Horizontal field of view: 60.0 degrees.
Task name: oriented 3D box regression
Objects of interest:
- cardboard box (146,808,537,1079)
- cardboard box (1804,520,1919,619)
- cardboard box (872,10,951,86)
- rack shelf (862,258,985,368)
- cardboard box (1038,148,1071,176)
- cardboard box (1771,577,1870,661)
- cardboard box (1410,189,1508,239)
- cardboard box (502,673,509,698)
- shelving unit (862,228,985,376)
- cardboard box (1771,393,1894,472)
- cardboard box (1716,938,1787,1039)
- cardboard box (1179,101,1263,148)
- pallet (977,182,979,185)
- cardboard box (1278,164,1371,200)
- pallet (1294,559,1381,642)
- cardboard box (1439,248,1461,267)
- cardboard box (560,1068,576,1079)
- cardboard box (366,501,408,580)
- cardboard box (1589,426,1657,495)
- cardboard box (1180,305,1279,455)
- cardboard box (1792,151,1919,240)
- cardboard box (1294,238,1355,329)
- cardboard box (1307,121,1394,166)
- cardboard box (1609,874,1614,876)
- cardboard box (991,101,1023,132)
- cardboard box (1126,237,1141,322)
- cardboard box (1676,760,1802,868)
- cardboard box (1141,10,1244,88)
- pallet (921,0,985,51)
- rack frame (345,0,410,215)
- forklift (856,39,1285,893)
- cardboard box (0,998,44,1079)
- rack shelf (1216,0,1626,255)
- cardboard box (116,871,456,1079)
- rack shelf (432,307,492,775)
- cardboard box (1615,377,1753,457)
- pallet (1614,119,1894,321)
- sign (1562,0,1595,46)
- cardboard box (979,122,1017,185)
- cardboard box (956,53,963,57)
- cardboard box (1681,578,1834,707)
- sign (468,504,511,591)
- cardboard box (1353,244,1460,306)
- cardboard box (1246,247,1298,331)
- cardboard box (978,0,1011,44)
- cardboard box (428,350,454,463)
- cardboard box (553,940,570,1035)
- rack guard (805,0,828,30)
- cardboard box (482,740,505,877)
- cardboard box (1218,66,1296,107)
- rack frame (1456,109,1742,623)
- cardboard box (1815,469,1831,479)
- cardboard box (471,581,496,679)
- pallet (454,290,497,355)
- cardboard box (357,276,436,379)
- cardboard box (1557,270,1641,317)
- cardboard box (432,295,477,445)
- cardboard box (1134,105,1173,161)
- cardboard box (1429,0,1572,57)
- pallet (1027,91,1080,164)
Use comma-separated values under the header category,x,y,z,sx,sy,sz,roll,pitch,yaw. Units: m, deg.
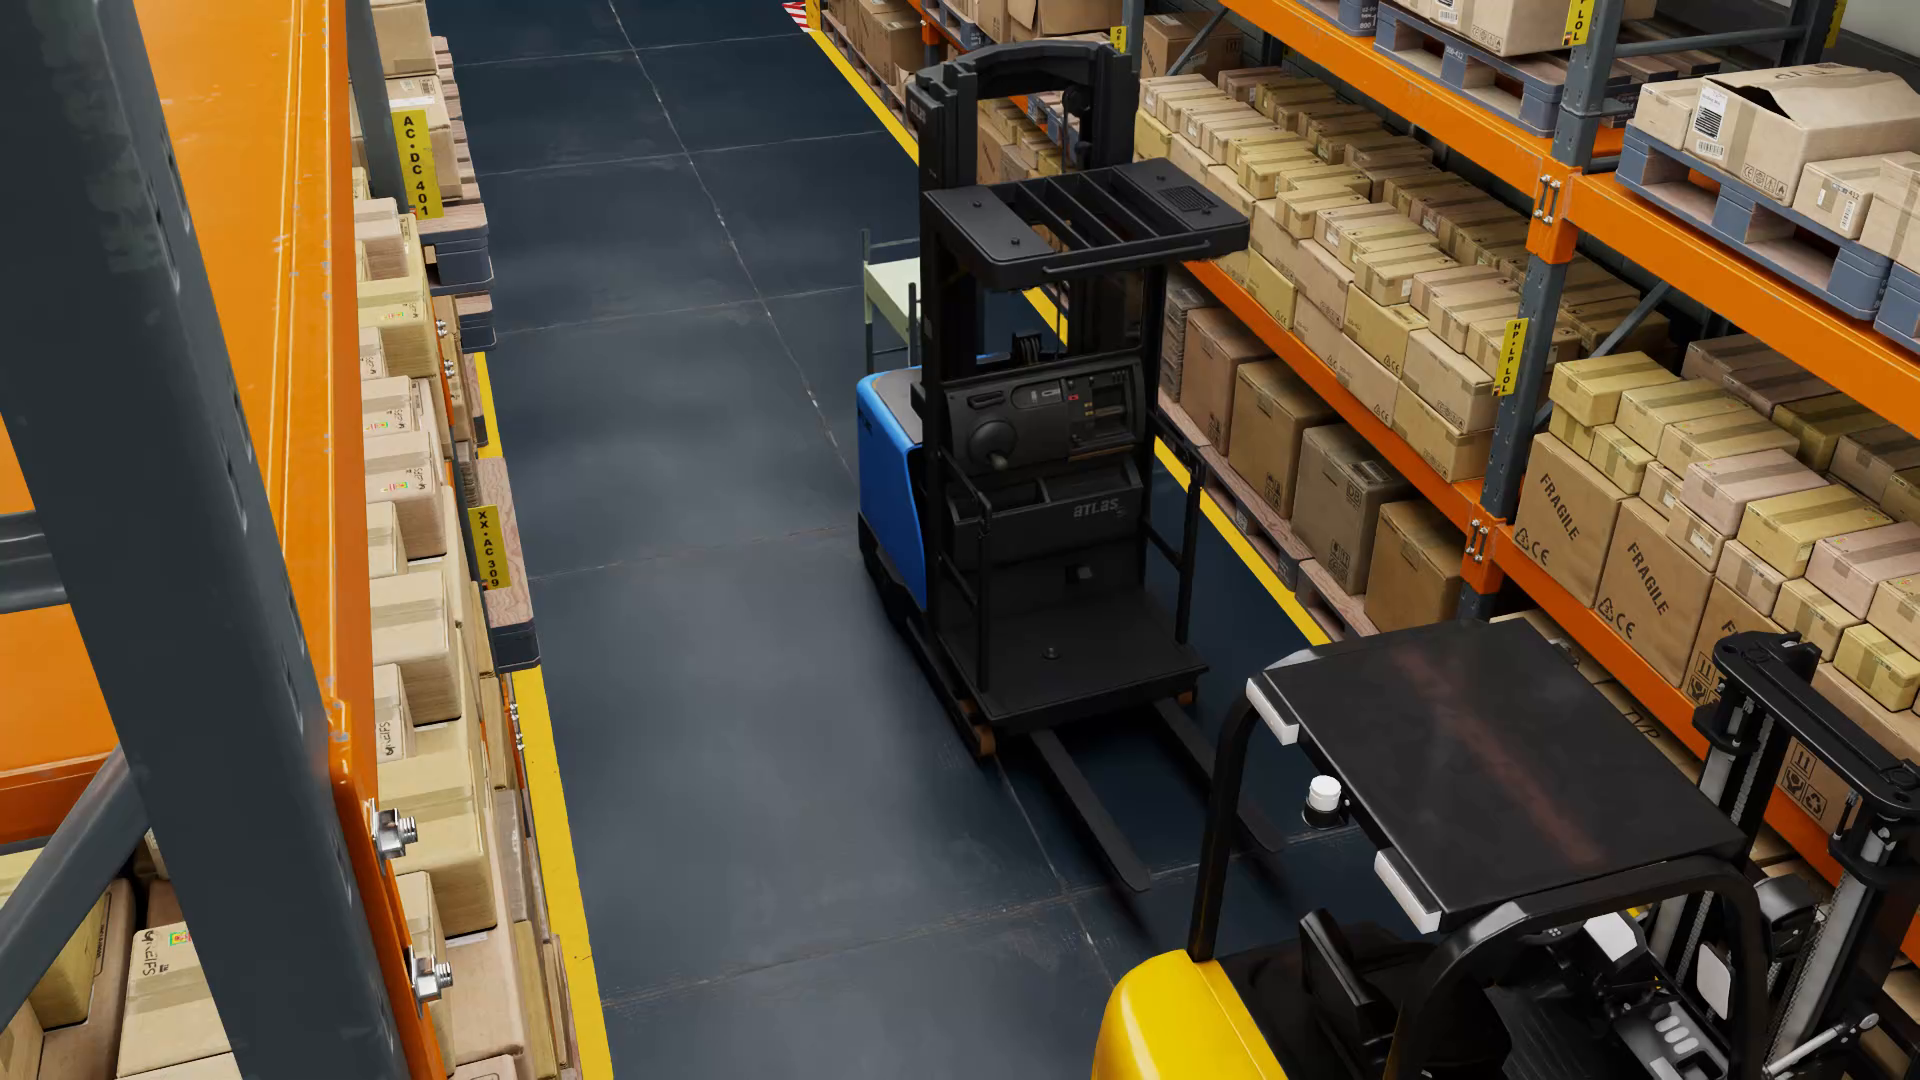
category,x,y,z,sx,sy,sz,roll,pitch,yaw
cardboard box,-0.903,0.697,2.439,0.500,0.250,0.500,-11,35,-15
cardboard box,2.930,0.092,5.261,0.380,0.149,0.250,-10,35,-15
cardboard box,-0.377,-4.447,14.965,0.700,0.500,0.500,-11,35,-17
rack shelf,-0.199,-1.203,8.822,0.431,0.370,0.720,-12,35,-18
cardboard box,0.770,-2.633,11.631,0.380,0.149,0.250,-11,35,-15
cardboard box,2.857,0.224,5.330,0.380,0.149,0.250,-11,35,-16
cardboard box,2.406,-1.563,8.035,0.380,0.149,0.250,-10,35,-15
cardboard box,-2.464,0.754,7.210,0.950,0.372,0.625,-8,34,-12
shelving unit,-0.199,-0.877,9.037,0.431,1.500,0.755,-12,35,-18
cardboard box,3.163,-0.396,5.999,0.380,0.149,0.250,-10,35,-15
cardboard box,2.952,1.513,5.719,0.500,0.250,0.500,-10,35,-15
cardboard box,1.429,-2.277,9.116,0.380,0.149,0.250,-9,35,-13
pallet,0.491,-2.968,13.370,1.003,0.211,1.213,-10,35,-15
cardboard box,1.819,-1.751,8.320,0.380,0.149,0.250,-10,35,-15
pallet,2.385,0.431,8.226,1.003,0.211,1.213,-10,35,-15
cardboard box,2.447,-1.345,8.066,0.500,0.250,0.500,-11,35,-16
cardboard box,-1.329,1.944,4.840,0.500,0.500,0.500,-8,34,-12
cardboard box,-1.207,0.080,3.011,0.380,0.149,0.250,-9,35,-14
cardboard box,2.574,-0.317,6.149,0.380,0.149,0.250,-9,35,-14
cardboard box,1.811,-0.965,9.582,0.875,0.625,0.625,-9,34,-13
cardboard box,2.729,-1.025,4.936,0.380,0.149,0.250,-9,35,-13
cardboard box,1.940,-1.251,7.925,0.500,0.250,0.500,-9,35,-14
cardboard box,2.073,-2.096,8.841,0.380,0.149,0.250,-10,35,-15
cardboard box,2.649,1.194,6.655,0.500,0.250,0.500,-11,35,-16
cardboard box,0.447,-3.178,12.456,0.380,0.149,0.250,-10,35,-15
cardboard box,1.093,-1.770,10.914,0.500,0.500,0.500,-9,35,-13
cardboard box,2.805,1.039,5.983,0.500,0.250,0.500,-9,34,-13
cardboard box,1.419,-2.966,10.365,0.500,0.500,0.500,-8,34,-12
pallet,0.347,-4.034,12.628,1.003,0.211,1.213,-10,35,-15
rack frame,-2.079,-2.018,3.961,1.000,3.000,0.127,-10,35,-15
forklift,0.465,-0.491,7.155,1.130,2.935,3.031,-12,35,-18
cardboard box,-1.381,0.705,2.066,0.380,0.149,0.250,-10,35,-15
rack shelf,2.037,-2.353,7.842,1.077,0.370,4.000,-10,35,-15
cardboard box,-0.883,0.613,2.204,0.380,0.149,0.250,-10,35,-15
rack shelf,-1.469,0.583,3.397,1.077,0.370,4.000,-10,35,-15
cardboard box,2.644,-0.452,6.084,0.380,0.149,0.250,-9,35,-14
pallet,2.932,-1.123,5.408,1.003,0.211,1.213,-10,35,-15
sign,2.133,-1.854,5.679,0.100,0.325,0.005,-10,35,-15
cardboard box,0.460,-2.852,12.551,0.500,0.500,0.500,-11,35,-16
cardboard box,0.188,-3.718,13.003,0.380,0.149,0.250,-12,35,-17
cardboard box,2.864,0.419,5.623,0.500,0.500,0.500,-10,35,-15
sign,-1.565,0.028,5.521,0.100,0.325,0.005,-10,35,-15
cardboard box,2.004,-1.192,7.473,0.380,0.149,0.250,-11,35,-16
cardboard box,1.799,-1.309,8.465,0.500,0.250,0.500,-9,34,-13
cardboard box,0.539,-3.794,11.618,0.700,0.500,0.500,-10,35,-15
cardboard box,-1.533,-0.377,4.064,0.500,0.250,0.500,-11,35,-16
cardboard box,-1.643,1.722,5.856,0.500,0.250,0.500,-8,34,-13
rack guard,-0.990,-5.570,17.045,1.175,0.500,0.348,-10,35,-15
cardboard box,-1.049,0.532,3.051,0.380,0.149,0.250,-10,35,-14
cardboard box,1.719,-2.628,9.646,0.380,0.149,0.250,-9,34,-13
rack frame,2.647,-0.352,6.881,1.000,3.000,0.127,-10,35,-15
cardboard box,3.172,-0.273,6.083,0.380,0.149,0.250,-9,35,-14
cardboard box,-1.707,0.510,5.216,0.500,0.500,0.500,-11,35,-16
pallet,-2.980,-1.179,8.307,1.213,0.211,1.003,-10,35,-15
cardboard box,-1.424,-0.476,3.852,0.380,0.149,0.250,-9,35,-13
cardboard box,2.712,-1.035,7.235,0.380,0.149,0.250,-11,35,-16
cardboard box,-2.240,-0.676,6.629,0.500,0.500,0.500,-10,35,-15
cardboard box,1.306,-2.320,9.542,0.500,0.250,0.500,-10,35,-15
cardboard box,2.194,-2.122,6.449,0.500,0.311,0.500,-11,35,-16
pallet,1.153,-2.716,10.633,1.213,0.211,1.003,-10,35,-15
